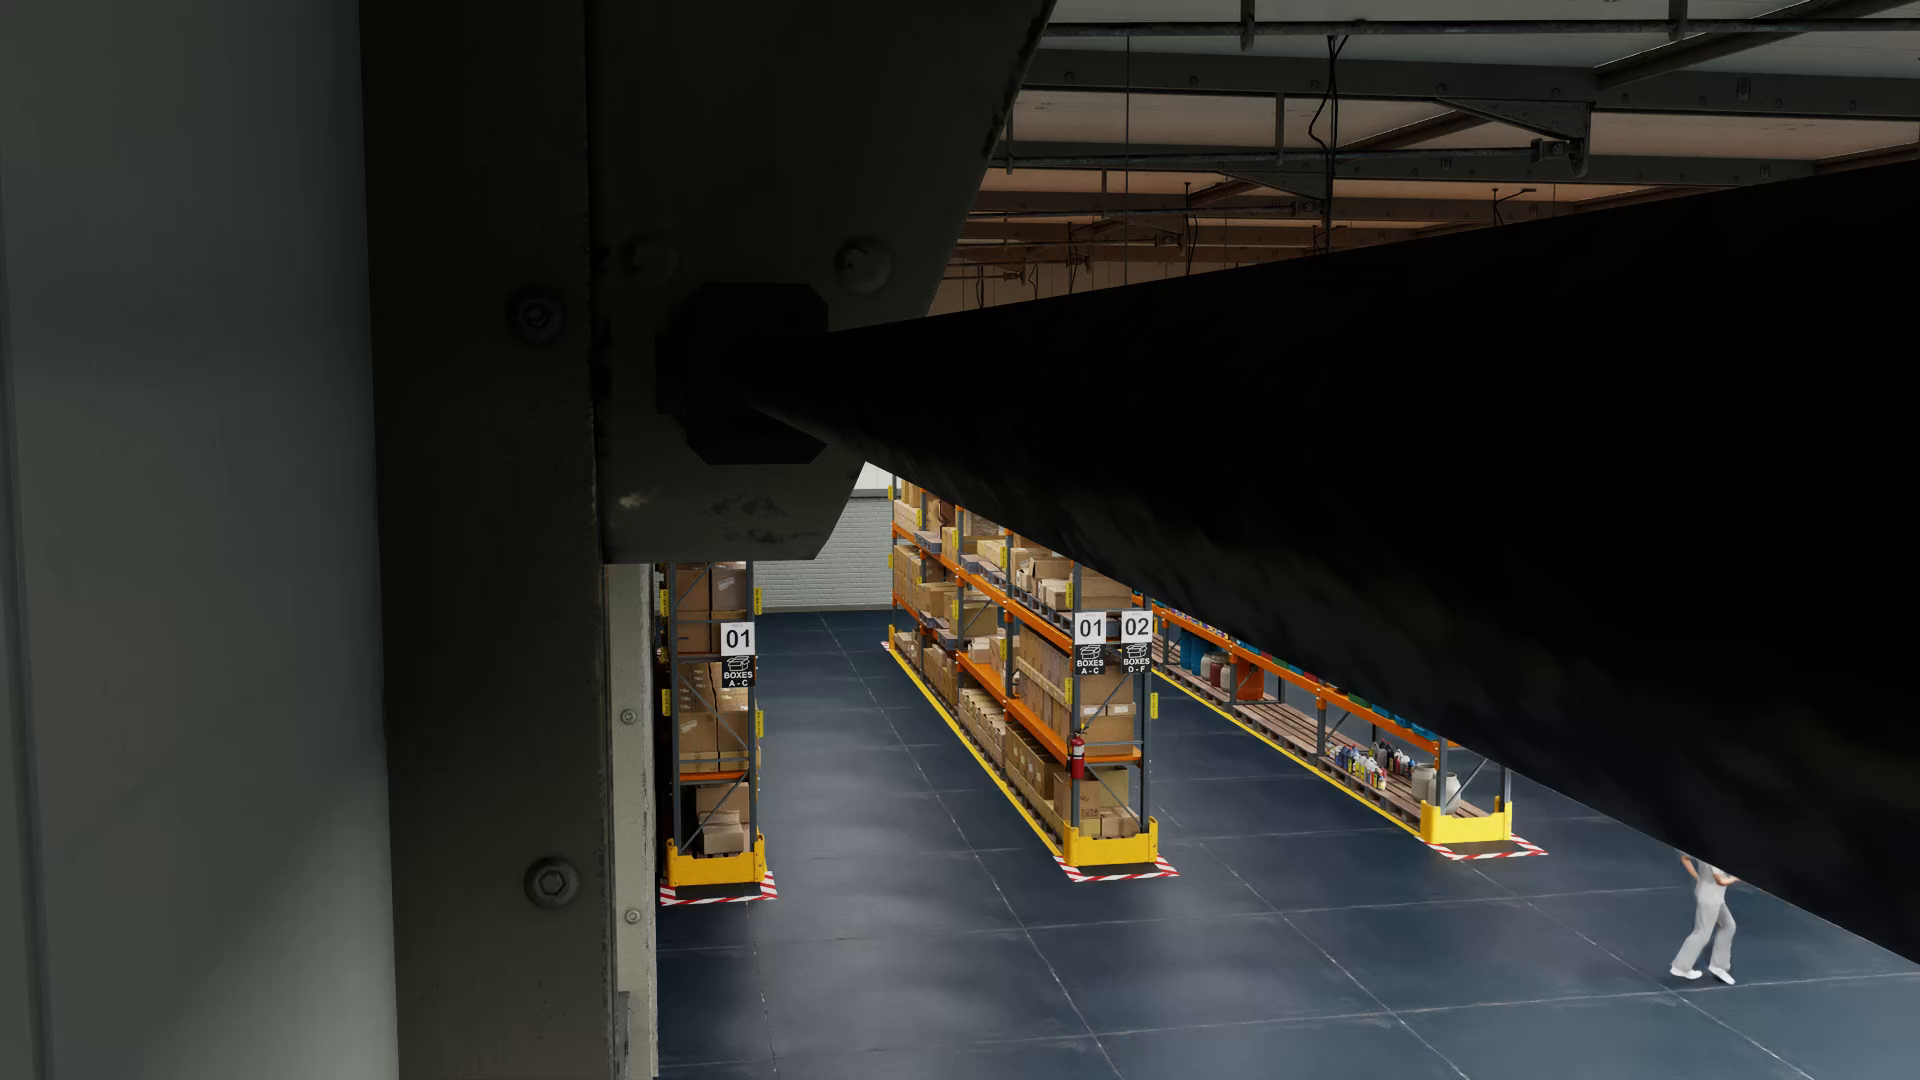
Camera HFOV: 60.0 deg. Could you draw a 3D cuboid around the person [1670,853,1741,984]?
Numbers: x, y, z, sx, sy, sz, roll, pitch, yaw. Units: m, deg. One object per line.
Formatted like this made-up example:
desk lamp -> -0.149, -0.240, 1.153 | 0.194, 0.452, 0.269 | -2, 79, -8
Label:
person -> 7.603, 3.681, 16.881 | 0.703, 1.715, 0.559 | 1, 6, 9
